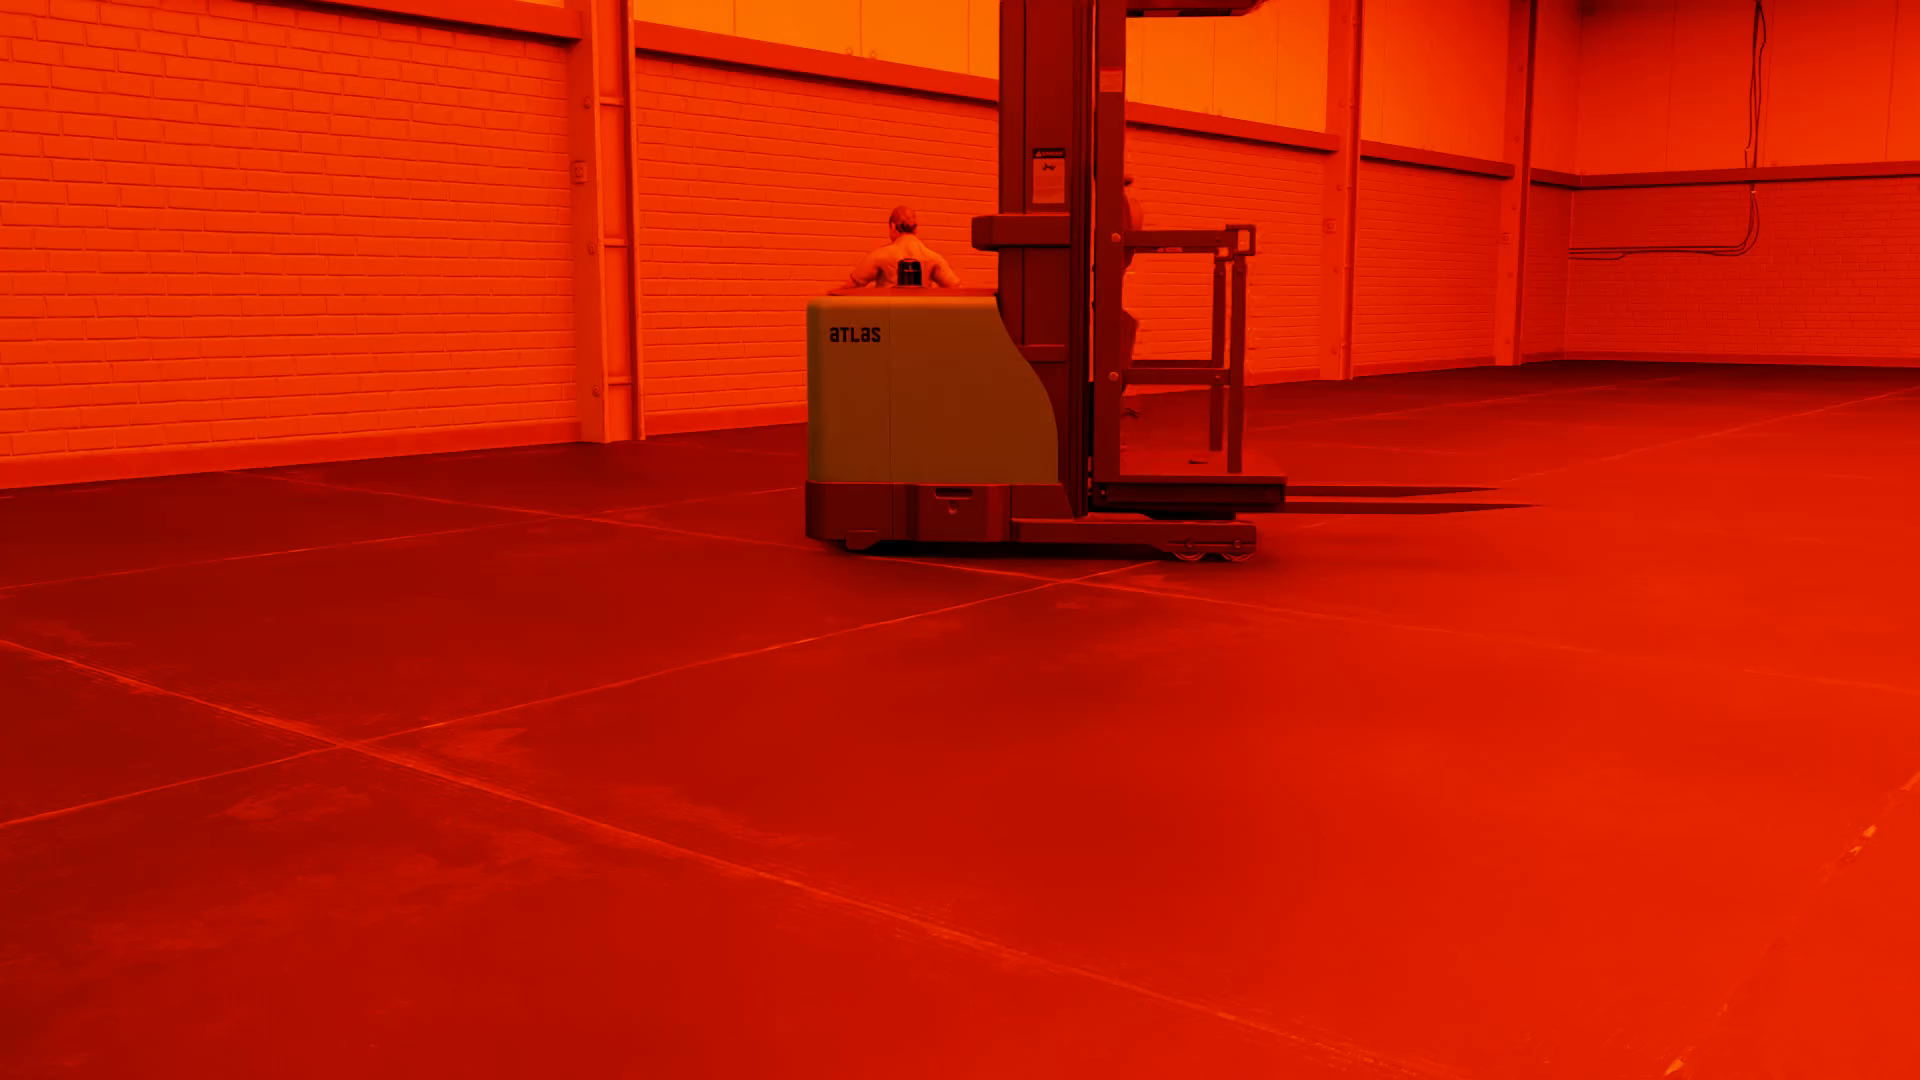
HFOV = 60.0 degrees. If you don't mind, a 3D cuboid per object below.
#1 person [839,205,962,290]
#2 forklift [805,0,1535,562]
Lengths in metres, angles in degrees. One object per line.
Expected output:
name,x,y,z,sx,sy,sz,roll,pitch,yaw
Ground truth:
person,-0.312,-1.201,10.103,0.899,1.630,0.721,-2,9,-15
forklift,0.892,-1.440,7.126,3.031,2.935,1.130,1,8,4
